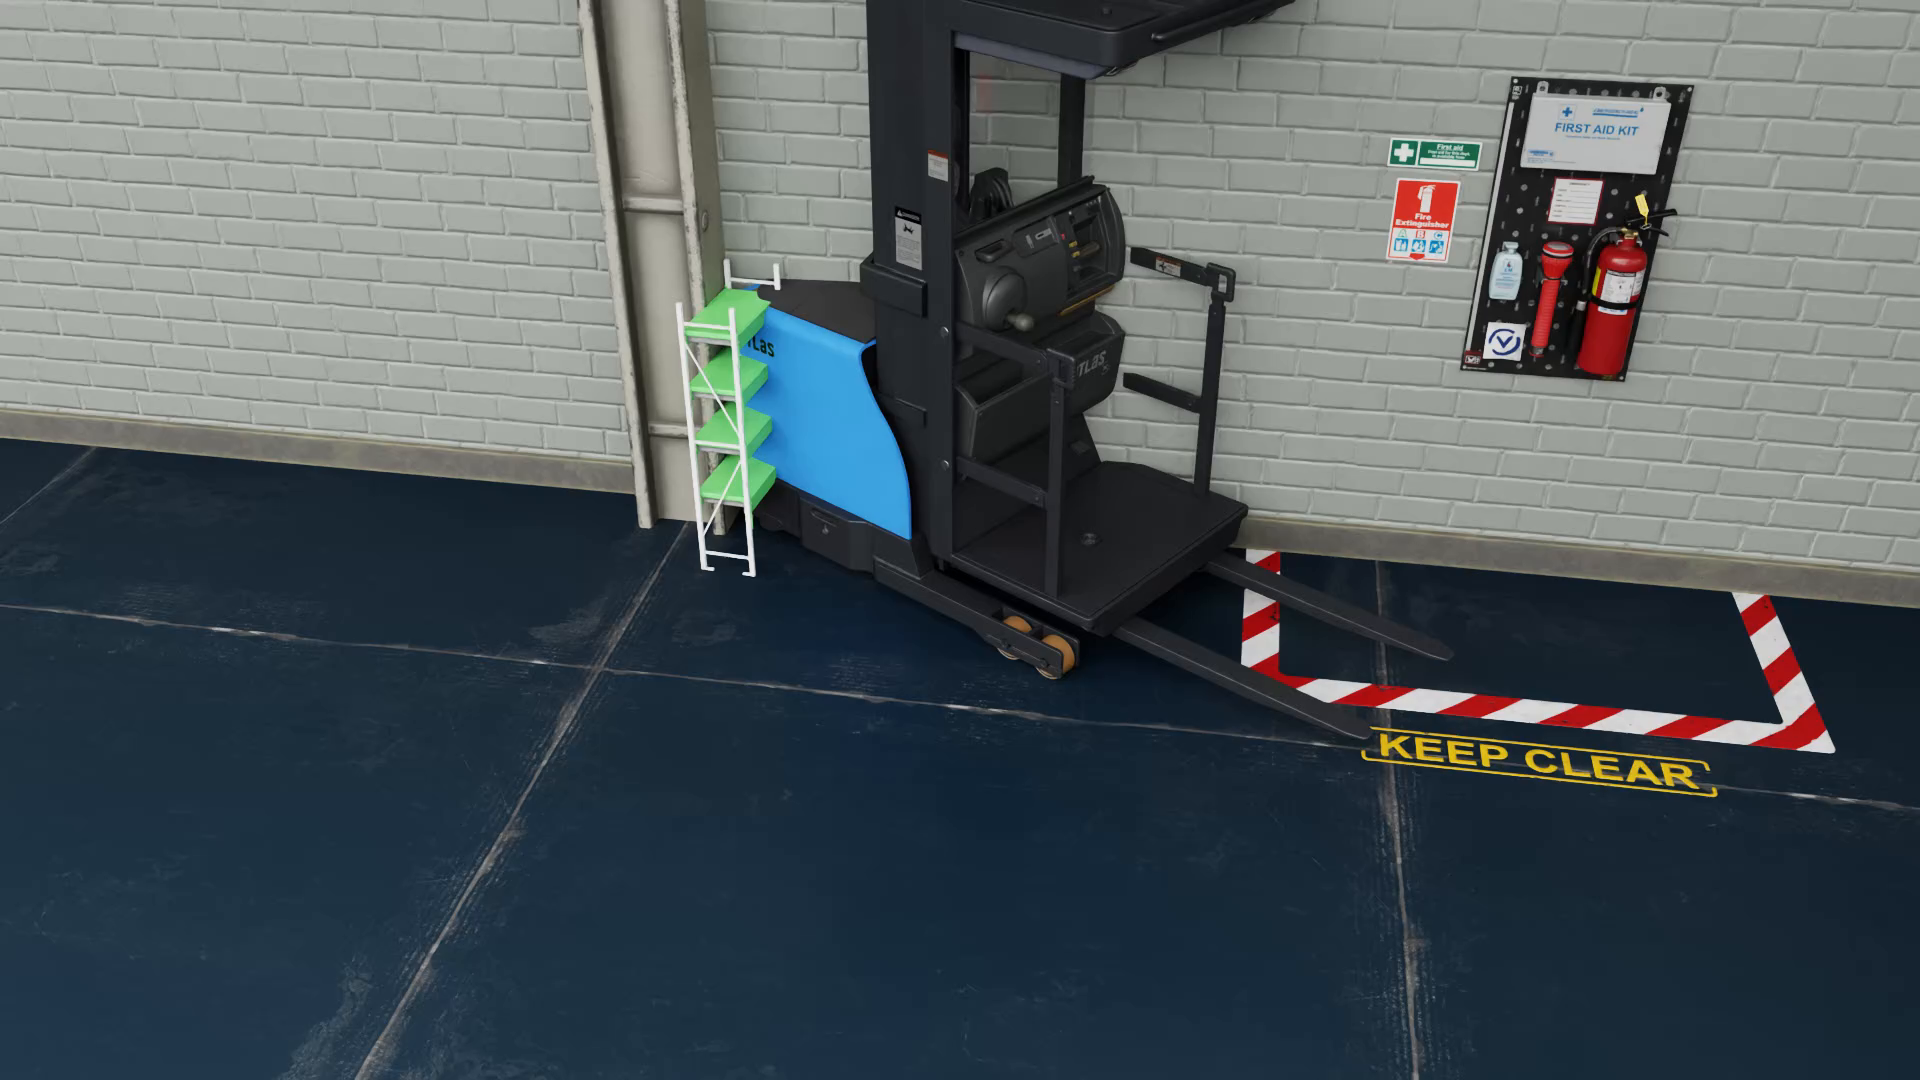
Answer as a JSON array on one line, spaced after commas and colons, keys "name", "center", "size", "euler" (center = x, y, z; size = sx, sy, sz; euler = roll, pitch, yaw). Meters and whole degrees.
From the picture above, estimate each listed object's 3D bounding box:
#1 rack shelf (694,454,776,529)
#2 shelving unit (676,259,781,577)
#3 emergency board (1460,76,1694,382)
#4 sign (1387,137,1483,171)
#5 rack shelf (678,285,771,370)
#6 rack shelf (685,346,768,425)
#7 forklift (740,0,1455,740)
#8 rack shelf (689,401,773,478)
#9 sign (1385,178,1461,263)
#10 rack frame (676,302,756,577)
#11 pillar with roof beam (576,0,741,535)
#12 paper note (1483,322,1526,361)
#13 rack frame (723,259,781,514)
[{"name": "rack shelf", "center": [-0.914, -0.240, 7.070], "size": [0.258, 0.148, 0.480], "euler": [7, 31, 13]}, {"name": "shelving unit", "center": [-0.916, -0.503, 6.917], "size": [0.258, 1.200, 0.503], "euler": [7, 31, 13]}, {"name": "emergency board", "center": [2.288, -1.096, 6.174], "size": [0.643, 1.169, 0.194], "euler": [5, 32, 8]}, {"name": "sign", "center": [1.764, -1.434, 6.181], "size": [0.331, 0.109, 0.001], "euler": [5, 32, 8]}, {"name": "rack shelf", "center": [-0.918, -0.863, 6.709], "size": [0.258, 0.148, 0.480], "euler": [7, 31, 13]}, {"name": "rack shelf", "center": [-0.917, -0.655, 6.829], "size": [0.258, 0.148, 0.480], "euler": [7, 31, 13]}, {"name": "forklift", "center": [0.473, -1.025, 6.125], "size": [3.031, 2.935, 1.130], "euler": [25, 40, 34]}, {"name": "rack shelf", "center": [-0.916, -0.447, 6.949], "size": [0.258, 0.148, 0.480], "euler": [7, 31, 13]}, {"name": "sign", "center": [1.761, -1.215, 6.330], "size": [0.234, 0.329, 0.001], "euler": [5, 32, 8]}, {"name": "rack frame", "center": [-0.979, -0.384, 6.713], "size": [0.240, 1.200, 0.015], "euler": [7, 31, 13]}, {"name": "pillar with roof beam", "center": [-1.921, -1.683, 1.457], "size": [0.400, 9.000, 9.100], "euler": [5, 32, 8]}, {"name": "paper note", "center": [2.125, -0.775, 6.491], "size": [0.142, 0.148, 0.016], "euler": [5, 32, 8]}, {"name": "rack frame", "center": [-0.853, -0.621, 7.121], "size": [0.240, 1.200, 0.015], "euler": [7, 31, 13]}]
